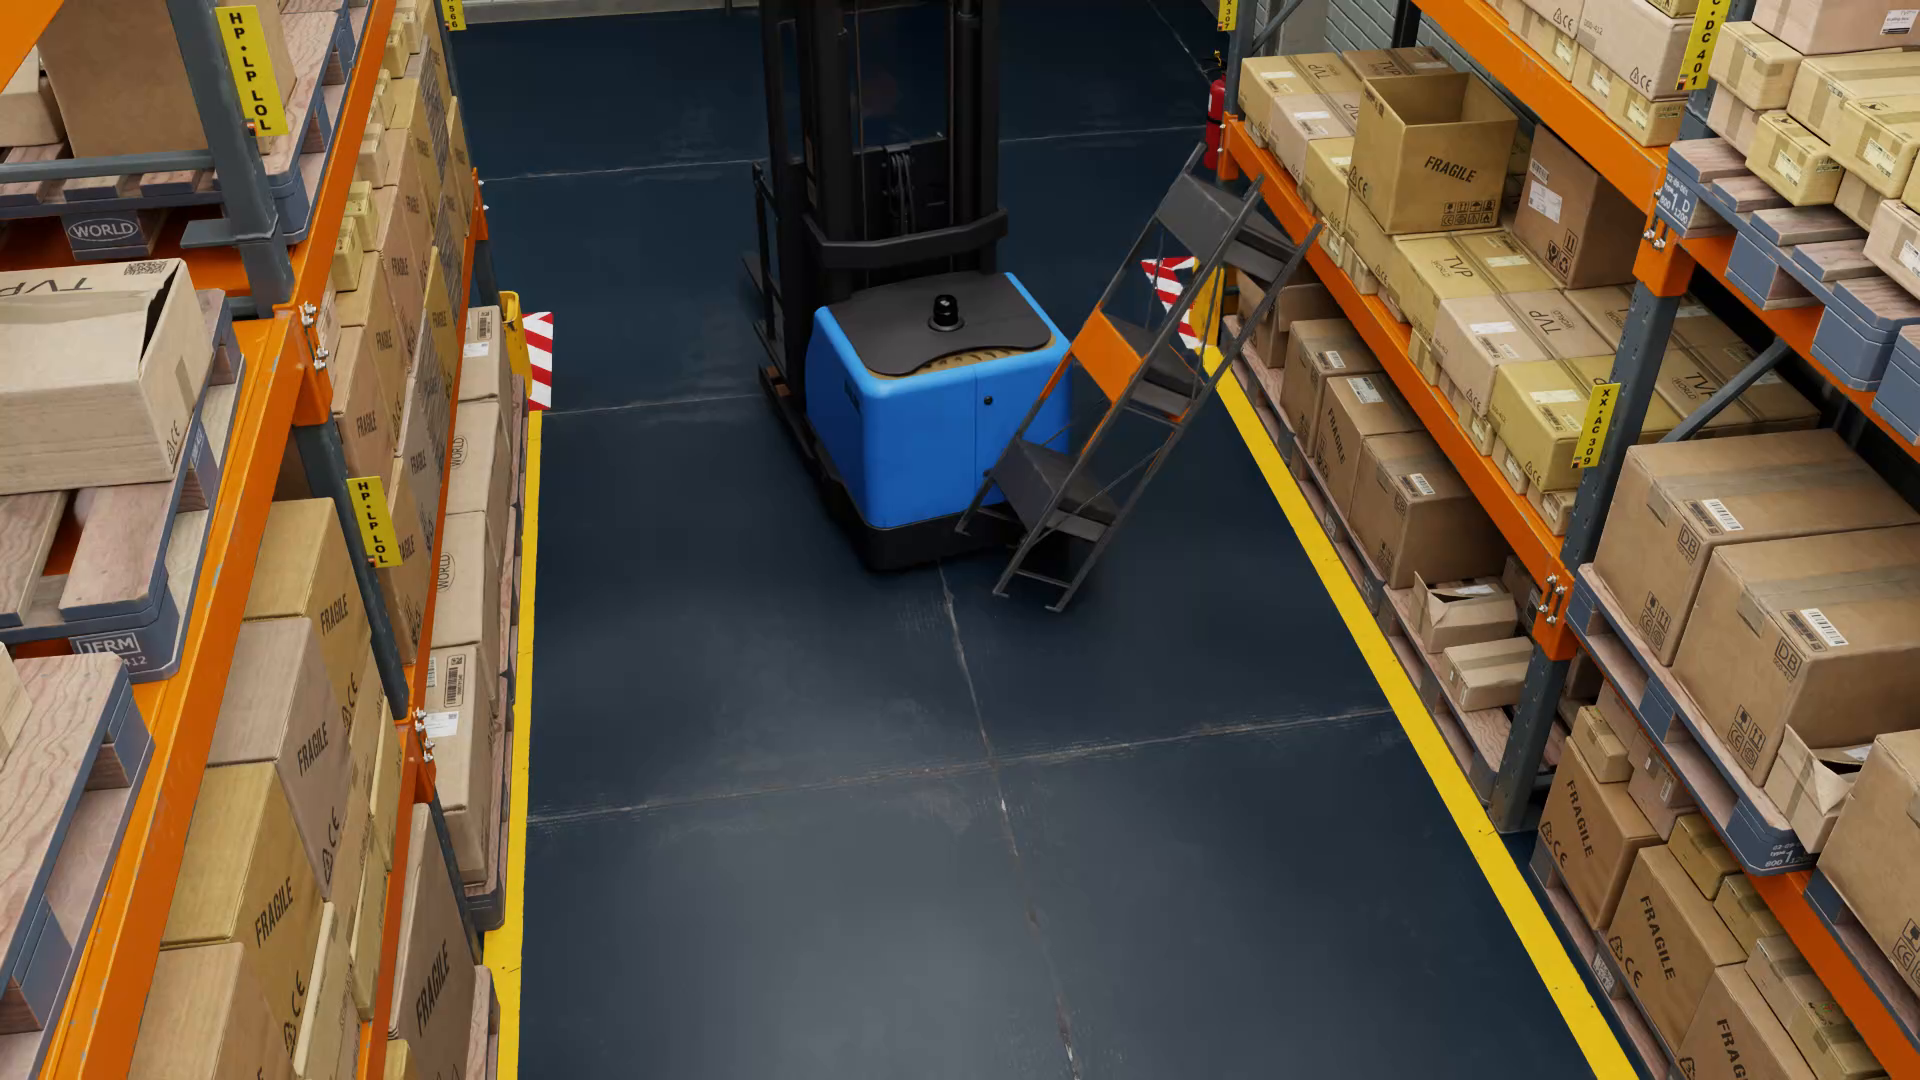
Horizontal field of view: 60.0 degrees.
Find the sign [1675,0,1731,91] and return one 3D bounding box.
[{"bbox_3d":[2.098,-1.421,4.668,0.100,0.325,0.005,-6,38,-8],"label":"sign"}]

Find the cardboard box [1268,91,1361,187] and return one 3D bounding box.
[{"bbox_3d":[1.832,-1.962,8.110,0.500,0.250,0.500,-6,38,-7],"label":"cardboard box"}]

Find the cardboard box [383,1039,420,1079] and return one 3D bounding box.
[{"bbox_3d":[-1.902,2.025,4.489,0.875,0.875,0.875,-5,38,-7],"label":"cardboard box"}]

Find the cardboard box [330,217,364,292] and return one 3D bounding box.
[{"bbox_3d":[-2.186,-0.928,5.474,0.380,0.149,0.250,-6,38,-8],"label":"cardboard box"}]

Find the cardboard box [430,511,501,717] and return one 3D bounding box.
[{"bbox_3d":[-2.418,0.355,6.994,0.875,0.438,0.875,-7,38,-9],"label":"cardboard box"}]

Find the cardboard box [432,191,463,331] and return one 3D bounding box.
[{"bbox_3d":[-2.439,-1.138,7.088,0.500,0.500,0.500,-5,38,-7],"label":"cardboard box"}]

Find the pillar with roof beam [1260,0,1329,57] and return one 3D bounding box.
[{"bbox_3d":[-1.894,-6.143,8.722,9.100,9.000,0.400,-6,38,-8],"label":"pillar with roof beam"}]

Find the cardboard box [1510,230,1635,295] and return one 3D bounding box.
[{"bbox_3d":[2.626,-1.096,6.995,0.500,0.250,0.500,-5,38,-7],"label":"cardboard box"}]

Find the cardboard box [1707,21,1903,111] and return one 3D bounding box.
[{"bbox_3d":[2.251,-1.276,4.441,0.380,0.149,0.250,-5,38,-7],"label":"cardboard box"}]

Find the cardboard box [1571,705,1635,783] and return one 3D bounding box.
[{"bbox_3d":[2.432,0.715,5.951,0.380,0.149,0.250,-5,38,-6],"label":"cardboard box"}]

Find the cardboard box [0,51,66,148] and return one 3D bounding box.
[{"bbox_3d":[-2.683,-1.247,4.551,0.396,0.266,0.258,-5,38,-6],"label":"cardboard box"}]

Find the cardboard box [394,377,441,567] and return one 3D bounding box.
[{"bbox_3d":[-2.164,-0.215,5.900,0.500,0.500,0.500,-6,38,-8],"label":"cardboard box"}]

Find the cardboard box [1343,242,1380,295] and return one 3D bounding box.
[{"bbox_3d":[1.960,-1.244,7.511,0.380,0.149,0.250,-5,38,-7],"label":"cardboard box"}]

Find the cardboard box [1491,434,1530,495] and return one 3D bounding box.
[{"bbox_3d":[2.259,-0.317,6.317,0.380,0.149,0.250,-5,38,-7],"label":"cardboard box"}]

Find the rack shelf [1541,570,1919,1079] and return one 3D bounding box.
[{"bbox_3d":[2.981,1.397,4.494,1.077,0.370,4.000,-6,38,-8],"label":"rack shelf"}]

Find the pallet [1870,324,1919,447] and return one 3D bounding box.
[{"bbox_3d":[2.861,-0.178,3.643,1.213,0.211,1.003,-6,38,-8],"label":"pallet"}]

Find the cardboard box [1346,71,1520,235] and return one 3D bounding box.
[{"bbox_3d":[2.007,-1.657,7.106,0.500,0.500,0.500,-5,38,-7],"label":"cardboard box"}]

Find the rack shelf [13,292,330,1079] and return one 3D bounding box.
[{"bbox_3d":[-1.905,0.748,2.883,1.077,0.370,4.000,-6,38,-8],"label":"rack shelf"}]

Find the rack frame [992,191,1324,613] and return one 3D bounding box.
[{"bbox_3d":[0.825,-0.532,7.179,0.400,2.100,0.015,16,27,-34],"label":"rack frame"}]

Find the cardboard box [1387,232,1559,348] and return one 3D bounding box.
[{"bbox_3d":[2.124,-1.039,6.922,0.500,0.250,0.500,-6,38,-8],"label":"cardboard box"}]

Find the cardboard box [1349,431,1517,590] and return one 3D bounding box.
[{"bbox_3d":[2.237,-0.163,7.610,0.700,0.500,0.500,-8,38,-10],"label":"cardboard box"}]

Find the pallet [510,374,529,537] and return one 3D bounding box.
[{"bbox_3d":[-2.740,-0.400,8.492,1.003,0.211,1.213,-6,38,-8],"label":"pallet"}]

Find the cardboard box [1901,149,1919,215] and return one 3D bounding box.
[{"bbox_3d":[2.442,-0.812,3.844,0.380,0.149,0.250,-7,38,-9],"label":"cardboard box"}]

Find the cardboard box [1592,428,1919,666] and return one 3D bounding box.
[{"bbox_3d":[2.495,0.015,5.261,0.700,0.500,0.500,-5,38,-7],"label":"cardboard box"}]

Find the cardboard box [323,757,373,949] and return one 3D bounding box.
[{"bbox_3d":[-1.844,0.844,4.334,0.500,0.250,0.500,-5,38,-7],"label":"cardboard box"}]

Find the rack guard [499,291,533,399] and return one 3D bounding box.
[{"bbox_3d":[-2.961,-1.003,9.033,1.175,0.500,0.348,-6,38,-8],"label":"rack guard"}]

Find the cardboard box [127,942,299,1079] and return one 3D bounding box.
[{"bbox_3d":[-1.657,1.180,3.289,0.500,0.500,0.500,-6,38,-7],"label":"cardboard box"}]

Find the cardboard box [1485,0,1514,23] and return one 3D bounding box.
[{"bbox_3d":[2.142,-1.991,6.027,0.380,0.149,0.250,-5,38,-6],"label":"cardboard box"}]

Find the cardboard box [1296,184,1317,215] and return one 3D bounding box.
[{"bbox_3d":[1.871,-1.721,8.125,0.380,0.149,0.250,-5,38,-7],"label":"cardboard box"}]

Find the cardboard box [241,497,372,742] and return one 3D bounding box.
[{"bbox_3d":[-1.930,0.249,4.488,0.500,0.500,0.500,-5,38,-6],"label":"cardboard box"}]

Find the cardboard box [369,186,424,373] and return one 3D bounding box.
[{"bbox_3d":[-2.262,-0.924,5.997,0.500,0.500,0.500,-6,38,-7],"label":"cardboard box"}]

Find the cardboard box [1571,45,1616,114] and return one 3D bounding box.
[{"bbox_3d":[2.237,-1.514,5.414,0.380,0.149,0.250,-6,38,-8],"label":"cardboard box"}]

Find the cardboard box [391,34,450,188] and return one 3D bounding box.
[{"bbox_3d":[-2.517,-1.832,7.166,0.500,0.500,0.500,-6,38,-8],"label":"cardboard box"}]

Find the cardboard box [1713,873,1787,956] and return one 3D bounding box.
[{"bbox_3d":[2.674,1.192,5.337,0.380,0.149,0.250,-7,38,-9],"label":"cardboard box"}]

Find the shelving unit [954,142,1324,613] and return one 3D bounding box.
[{"bbox_3d":[0.739,-0.674,7.358,0.431,2.100,0.503,16,27,-34],"label":"shelving unit"}]

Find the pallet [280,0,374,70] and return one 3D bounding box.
[{"bbox_3d":[-2.599,-1.939,5.829,1.003,0.211,1.213,-6,38,-8],"label":"pallet"}]

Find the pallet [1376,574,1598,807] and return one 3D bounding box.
[{"bbox_3d":[2.511,0.591,7.217,1.003,0.211,1.213,-6,38,-8],"label":"pallet"}]

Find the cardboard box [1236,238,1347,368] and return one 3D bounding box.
[{"bbox_3d":[1.943,-1.312,9.086,0.797,0.503,0.637,-8,38,-10],"label":"cardboard box"}]

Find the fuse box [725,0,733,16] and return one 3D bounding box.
[{"bbox_3d":[-1.875,-5.008,13.201,0.539,1.711,0.414,-6,38,-8],"label":"fuse box"}]

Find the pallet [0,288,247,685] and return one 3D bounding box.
[{"bbox_3d":[-2.046,-0.120,3.570,0.805,0.209,1.217,-8,39,-10],"label":"pallet"}]

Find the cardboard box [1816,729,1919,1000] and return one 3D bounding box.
[{"bbox_3d":[2.724,0.802,4.248,0.700,0.500,0.500,-6,38,-8],"label":"cardboard box"}]

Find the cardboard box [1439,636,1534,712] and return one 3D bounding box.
[{"bbox_3d":[2.244,0.560,6.966,0.380,0.149,0.250,-7,38,-9],"label":"cardboard box"}]

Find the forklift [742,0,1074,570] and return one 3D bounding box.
[{"bbox_3d":[-0.461,-1.922,8.235,1.130,2.935,3.031,-13,40,-16],"label":"forklift"}]

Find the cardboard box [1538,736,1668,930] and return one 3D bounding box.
[{"bbox_3d":[2.494,1.042,6.059,0.500,0.500,0.500,-5,38,-6],"label":"cardboard box"}]

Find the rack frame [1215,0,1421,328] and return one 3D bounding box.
[{"bbox_3d":[1.929,-2.511,8.938,1.000,3.000,0.127,-6,38,-8],"label":"rack frame"}]

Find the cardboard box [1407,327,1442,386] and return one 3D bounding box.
[{"bbox_3d":[2.098,-0.784,6.918,0.380,0.149,0.250,-7,38,-9],"label":"cardboard box"}]

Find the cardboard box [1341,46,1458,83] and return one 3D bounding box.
[{"bbox_3d":[2.271,-2.320,8.572,0.500,0.250,0.500,-5,38,-7],"label":"cardboard box"}]

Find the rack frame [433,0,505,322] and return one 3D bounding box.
[{"bbox_3d":[-2.957,-1.975,8.248,1.000,3.000,0.127,-6,38,-8],"label":"rack frame"}]

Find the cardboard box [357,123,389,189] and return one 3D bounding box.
[{"bbox_3d":[-2.304,-1.390,6.069,0.380,0.149,0.250,-6,38,-8],"label":"cardboard box"}]

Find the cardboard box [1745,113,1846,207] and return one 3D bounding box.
[{"bbox_3d":[2.303,-1.003,4.332,0.380,0.149,0.250,-6,38,-7],"label":"cardboard box"}]

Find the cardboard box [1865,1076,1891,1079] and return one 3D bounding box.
[{"bbox_3d":[2.798,1.657,4.739,0.380,0.149,0.250,-6,38,-8],"label":"cardboard box"}]

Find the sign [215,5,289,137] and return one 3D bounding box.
[{"bbox_3d":[-1.723,-1.137,4.045,0.100,0.325,0.005,-6,38,-8],"label":"sign"}]

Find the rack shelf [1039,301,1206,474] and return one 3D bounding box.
[{"bbox_3d":[0.732,-0.663,7.364,0.431,0.518,0.480,16,27,-34],"label":"rack shelf"}]

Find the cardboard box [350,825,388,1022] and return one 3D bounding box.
[{"bbox_3d":[-1.841,1.052,4.474,0.500,0.250,0.500,-7,38,-9],"label":"cardboard box"}]

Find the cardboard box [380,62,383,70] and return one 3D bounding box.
[{"bbox_3d":[-2.521,-1.851,6.662,0.380,0.149,0.250,-7,38,-8],"label":"cardboard box"}]

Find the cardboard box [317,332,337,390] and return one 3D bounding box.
[{"bbox_3d":[-2.055,-0.468,4.883,0.380,0.149,0.250,-7,38,-9],"label":"cardboard box"}]

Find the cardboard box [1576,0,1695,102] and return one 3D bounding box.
[{"bbox_3d":[2.299,-1.603,5.203,0.500,0.250,0.500,-6,38,-8],"label":"cardboard box"}]
